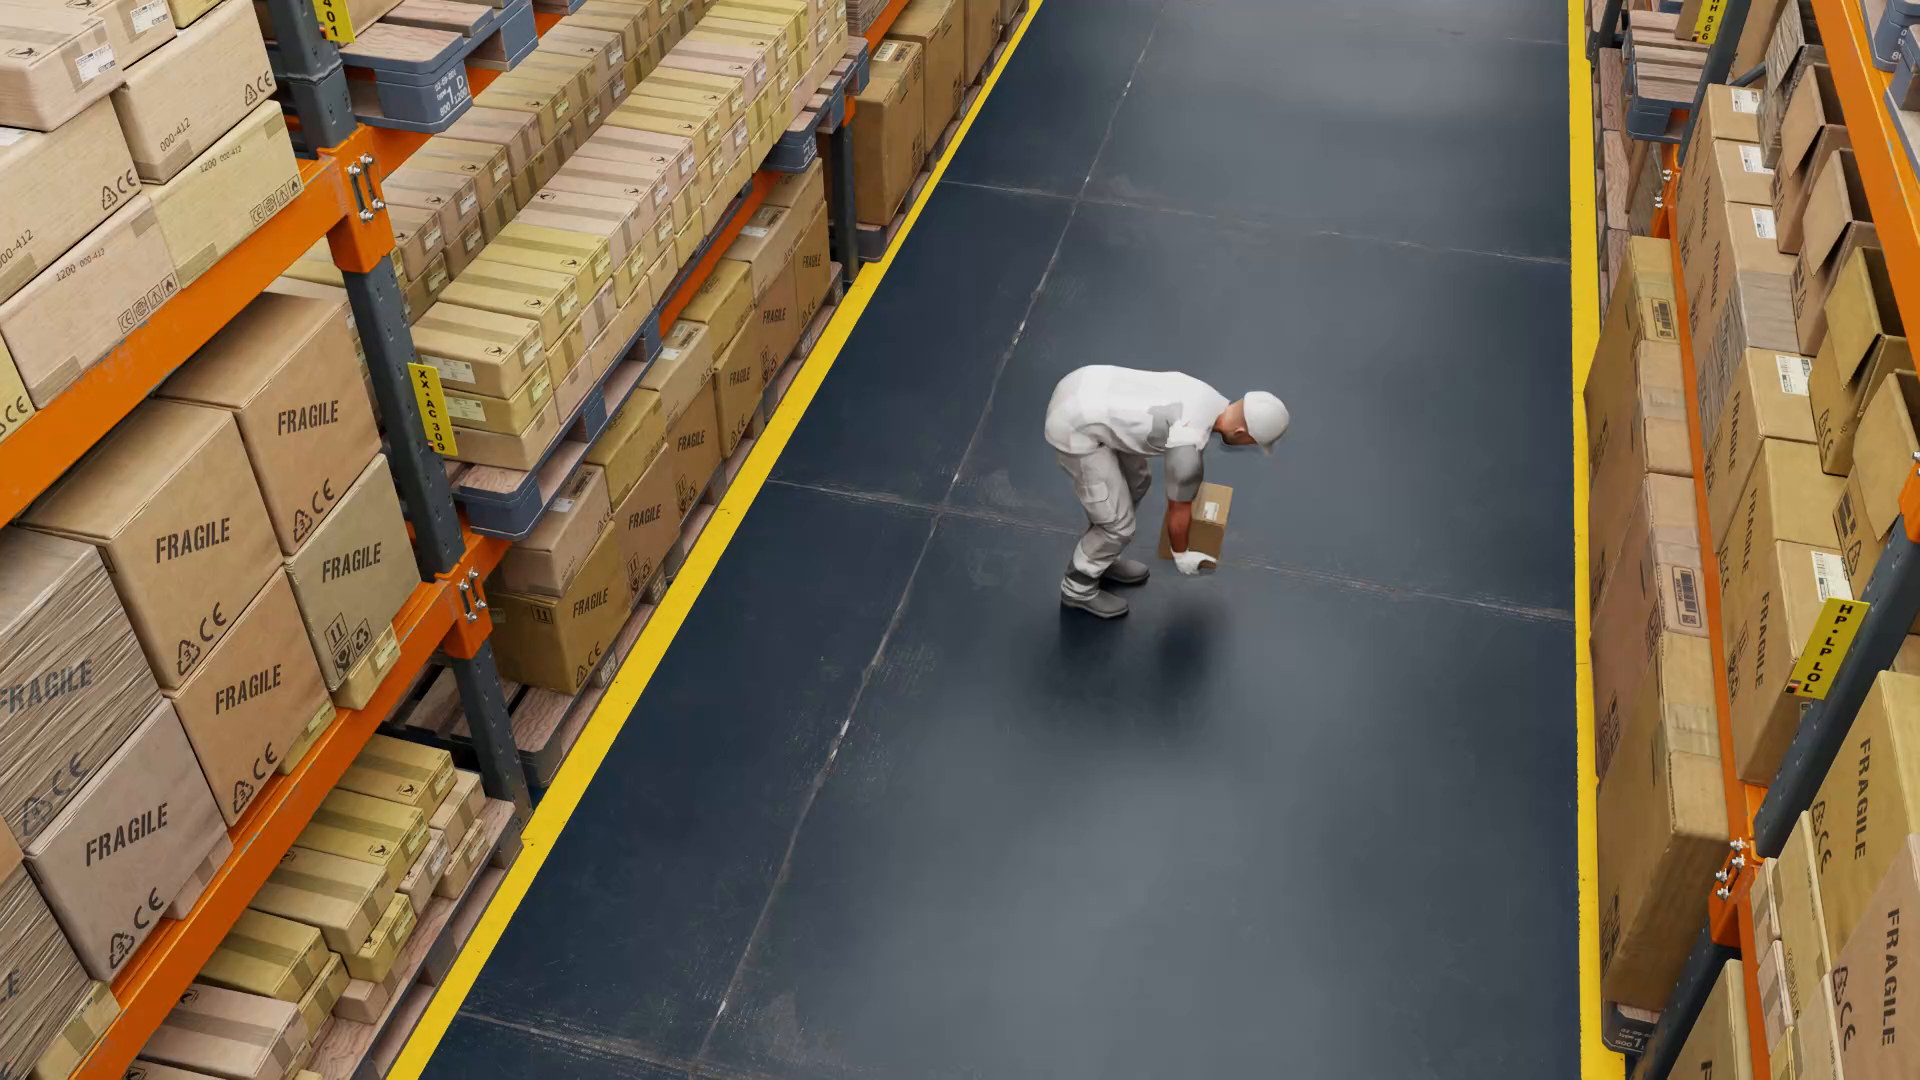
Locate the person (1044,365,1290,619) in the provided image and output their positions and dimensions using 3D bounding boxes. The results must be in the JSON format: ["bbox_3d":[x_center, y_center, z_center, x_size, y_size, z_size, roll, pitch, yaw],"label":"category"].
[{"bbox_3d":[0.817,-0.187,6.859,0.962,1.130,0.490,9,41,10],"label":"person"}]
